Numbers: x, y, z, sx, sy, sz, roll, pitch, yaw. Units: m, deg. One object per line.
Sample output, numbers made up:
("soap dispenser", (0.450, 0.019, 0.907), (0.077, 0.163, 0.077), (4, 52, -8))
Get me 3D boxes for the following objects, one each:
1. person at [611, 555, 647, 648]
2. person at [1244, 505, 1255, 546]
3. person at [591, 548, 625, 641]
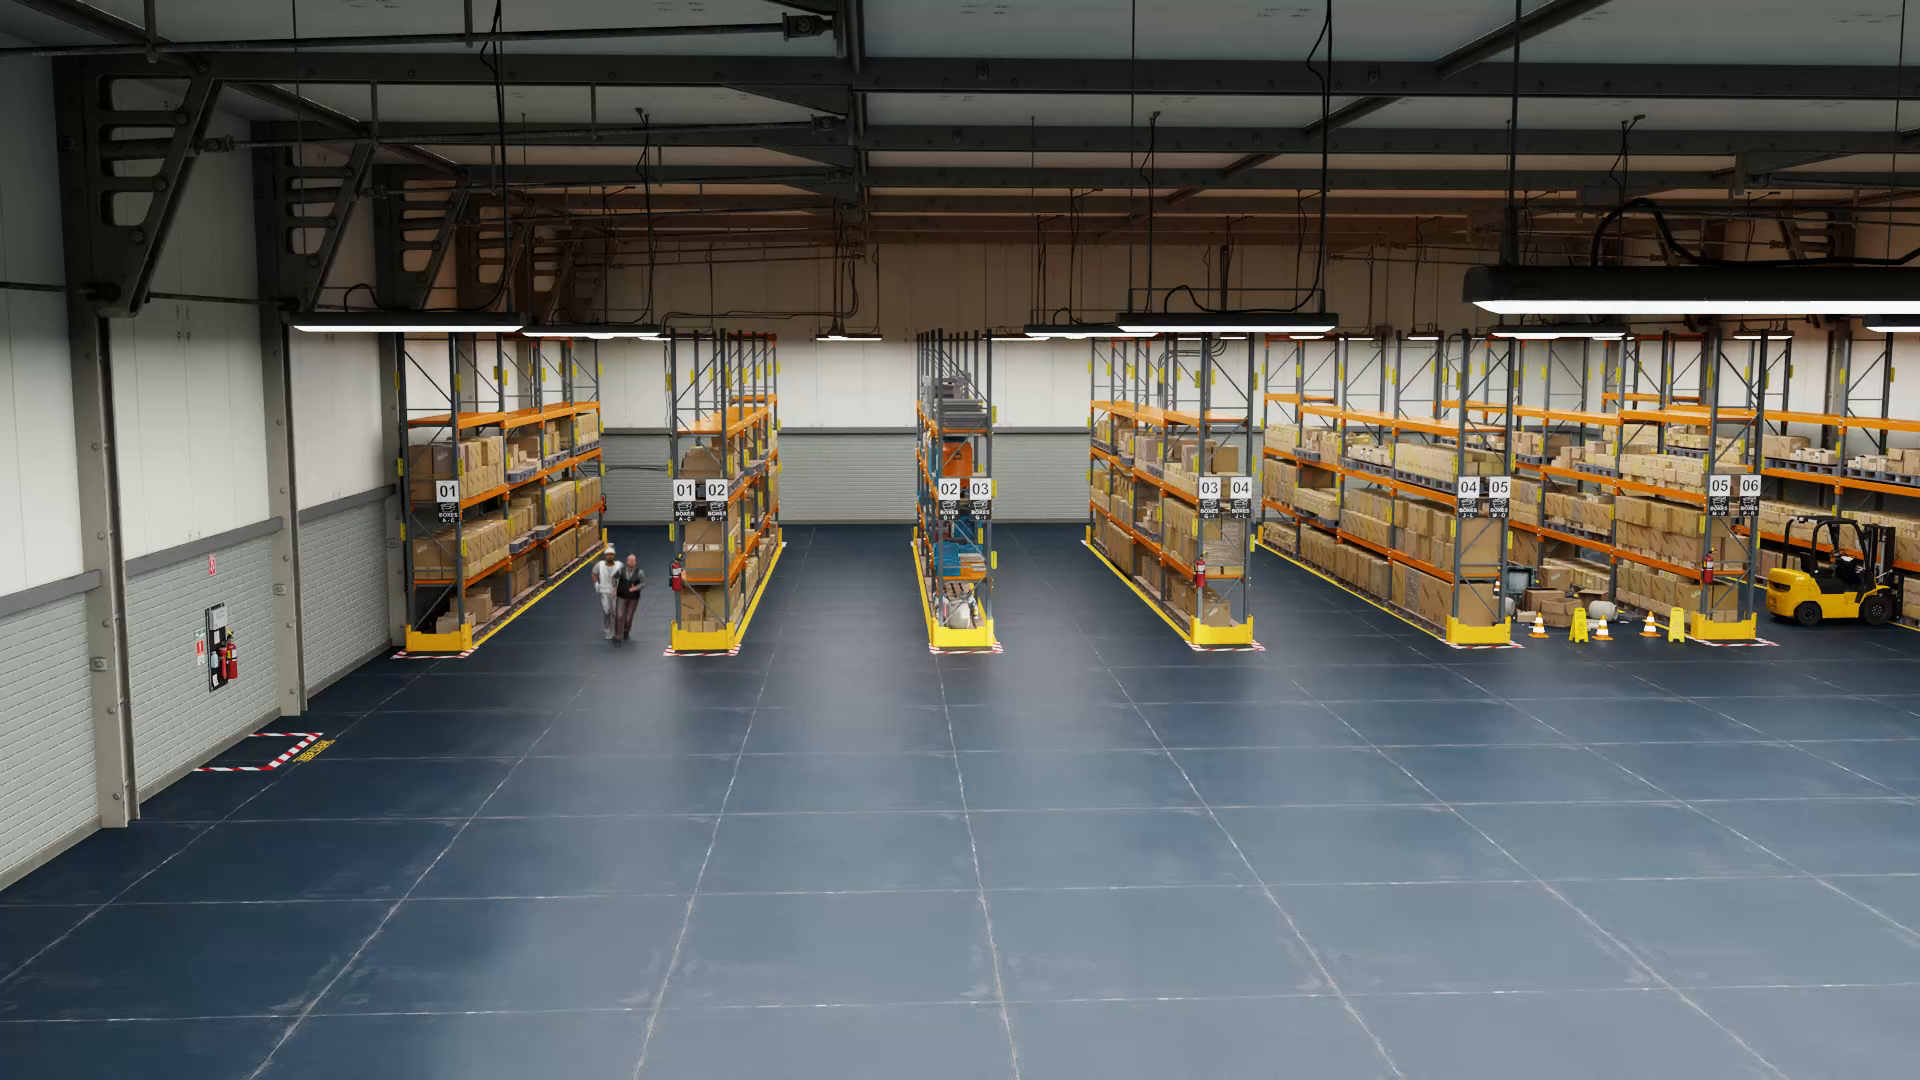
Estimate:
("person", (-6.327, 1.139, 31.811), (0.676, 1.720, 0.902), (-1, 7, -10))
("person", (7.571, -0.392, 44.637), (0.700, 1.760, 0.866), (0, 7, 0))
("person", (-6.789, 1.053, 32.275), (0.670, 1.812, 0.691), (-2, 7, -16))
